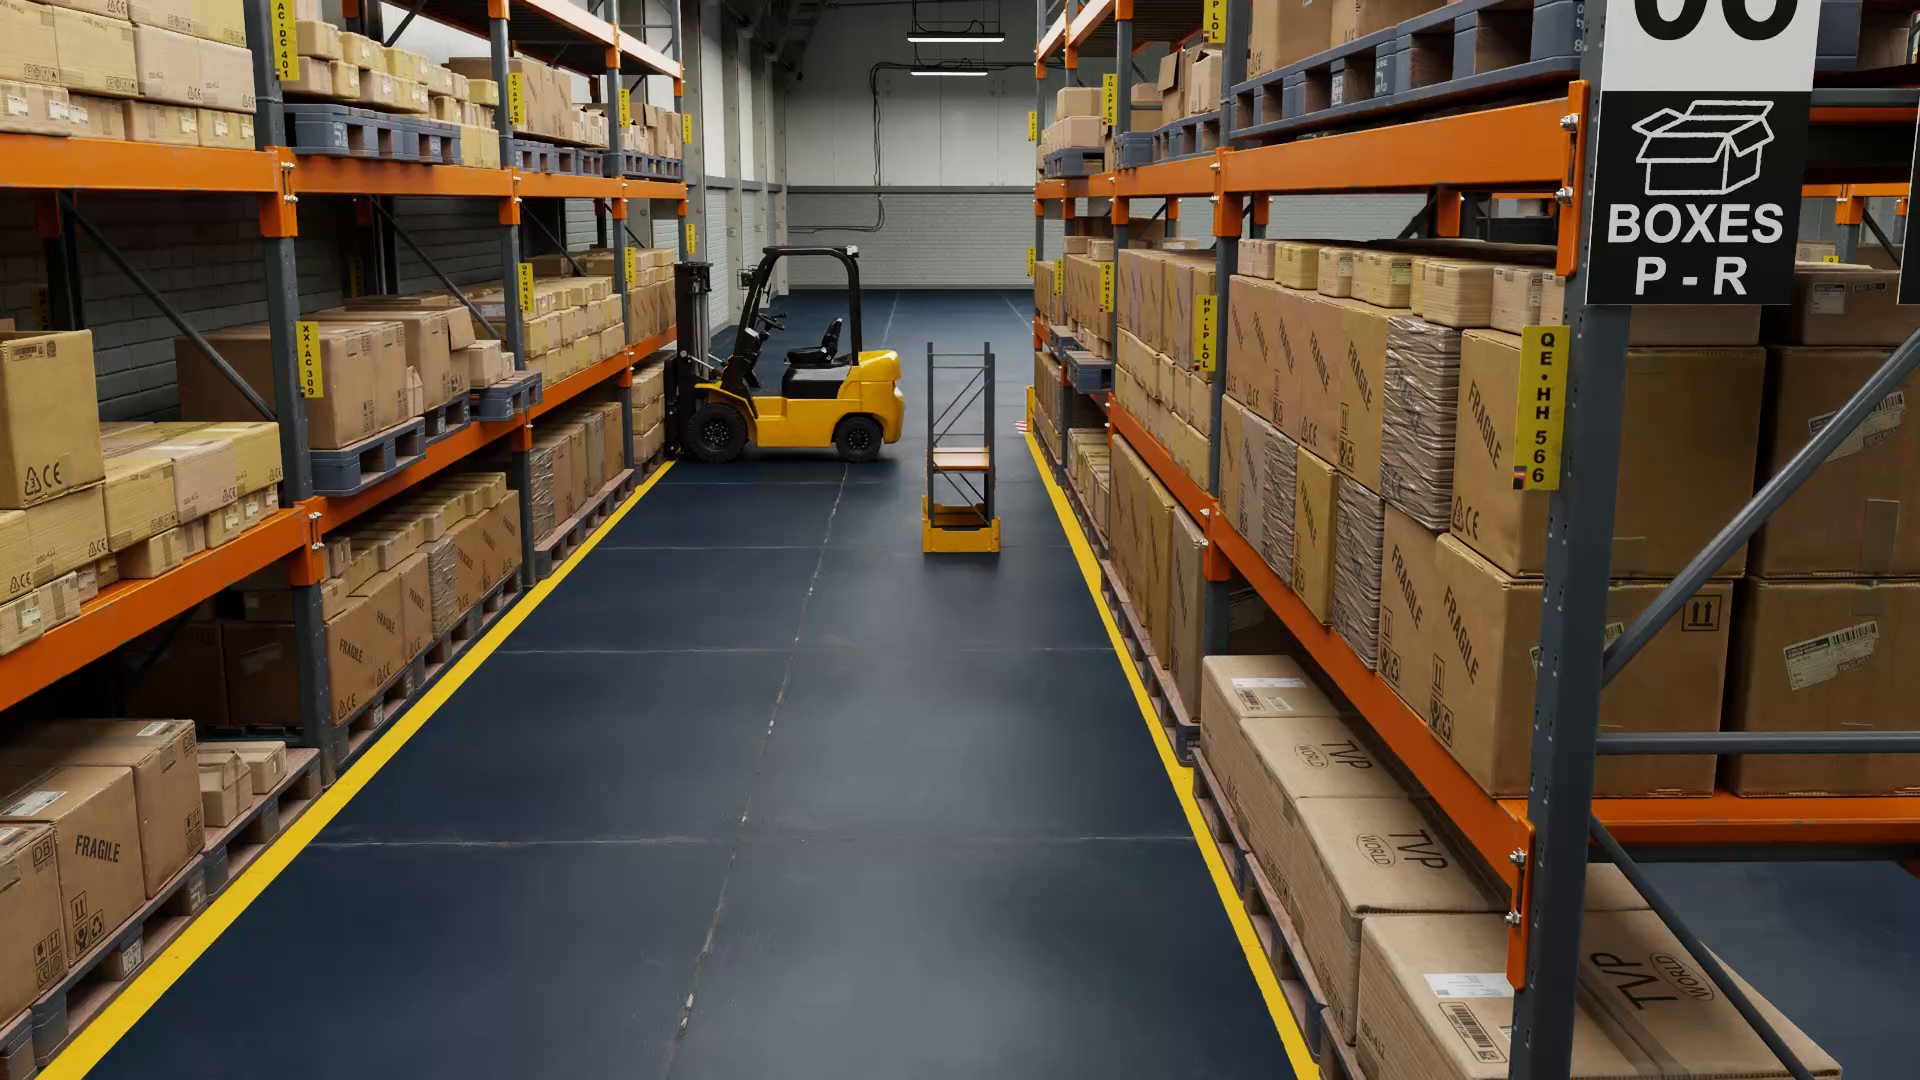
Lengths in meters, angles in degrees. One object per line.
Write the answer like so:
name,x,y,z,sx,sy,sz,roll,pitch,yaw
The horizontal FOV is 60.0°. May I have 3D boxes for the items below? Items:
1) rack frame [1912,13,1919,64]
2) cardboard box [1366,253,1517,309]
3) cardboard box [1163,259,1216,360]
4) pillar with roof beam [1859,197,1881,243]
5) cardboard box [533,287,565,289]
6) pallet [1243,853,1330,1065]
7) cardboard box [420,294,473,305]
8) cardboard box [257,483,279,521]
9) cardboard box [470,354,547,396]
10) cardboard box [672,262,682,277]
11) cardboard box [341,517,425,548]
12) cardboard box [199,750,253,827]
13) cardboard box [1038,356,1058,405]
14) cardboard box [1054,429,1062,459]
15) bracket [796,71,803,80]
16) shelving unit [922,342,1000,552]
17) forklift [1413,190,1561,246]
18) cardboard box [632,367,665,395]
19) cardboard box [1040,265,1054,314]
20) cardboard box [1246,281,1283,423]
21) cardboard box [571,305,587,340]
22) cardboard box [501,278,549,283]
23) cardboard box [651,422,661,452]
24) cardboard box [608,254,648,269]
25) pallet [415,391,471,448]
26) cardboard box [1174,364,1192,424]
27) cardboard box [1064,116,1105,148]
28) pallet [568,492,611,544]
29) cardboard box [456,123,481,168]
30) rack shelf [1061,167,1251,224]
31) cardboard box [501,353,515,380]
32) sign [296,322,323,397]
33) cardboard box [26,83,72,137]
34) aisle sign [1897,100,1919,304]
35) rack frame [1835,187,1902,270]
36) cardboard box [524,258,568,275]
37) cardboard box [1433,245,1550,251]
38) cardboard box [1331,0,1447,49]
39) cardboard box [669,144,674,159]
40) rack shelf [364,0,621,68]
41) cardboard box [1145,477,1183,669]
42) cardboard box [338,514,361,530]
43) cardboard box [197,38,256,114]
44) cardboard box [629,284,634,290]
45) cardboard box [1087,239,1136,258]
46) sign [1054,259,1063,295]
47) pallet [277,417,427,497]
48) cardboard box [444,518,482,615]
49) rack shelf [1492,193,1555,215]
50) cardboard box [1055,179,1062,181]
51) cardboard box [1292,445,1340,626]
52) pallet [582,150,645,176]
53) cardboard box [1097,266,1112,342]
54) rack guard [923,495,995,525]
rack frame,11.272,-5.737,18.704,1.000,3.000,0.127,0,11,-1
cardboard box,1.406,-0.756,4.845,0.380,0.149,0.250,0,11,0
cardboard box,1.342,-1.201,8.669,0.500,0.500,0.500,0,11,1
pillar with roof beam,22.084,-11.608,47.644,9.100,9.000,0.548,0,11,-1
cardboard box,-3.285,-1.884,12.918,0.380,0.149,0.250,0,11,-1
pallet,1.577,1.391,5.674,1.003,0.211,1.213,0,11,-1
cardboard box,-3.704,-1.679,11.906,0.380,0.149,0.250,0,11,-1
cardboard box,-3.092,-0.164,6.955,0.380,0.149,0.250,0,11,0
cardboard box,-3.198,-1.160,11.611,0.500,0.250,0.500,0,11,-1
cardboard box,-3.277,-2.983,18.337,0.380,0.149,0.250,0,11,0
cardboard box,-3.217,-0.033,9.279,0.380,0.149,0.250,0,11,-1
cardboard box,-3.038,0.965,6.578,0.396,0.266,0.258,0,11,1
cardboard box,1.120,-1.712,17.925,0.500,0.500,0.500,-1,11,-3
cardboard box,1.165,-0.936,15.986,0.500,0.250,0.500,0,11,1
bracket,-4.808,-13.815,49.471,0.235,0.232,0.430,0,11,-1
shelving unit,-0.002,-0.750,12.985,0.587,1.500,1.083,0,11,-1
forklift,3.915,-1.332,12.255,1.130,2.935,3.031,1,11,4
cardboard box,-3.235,-1.586,16.677,0.500,0.250,0.500,0,11,1
cardboard box,1.122,-2.651,17.584,0.500,0.500,0.500,0,11,-2
cardboard box,1.384,-0.714,6.266,0.500,0.500,0.500,0,11,-2
cardboard box,-3.236,-1.710,13.066,0.500,0.250,0.500,0,11,0
cardboard box,-3.770,-2.182,14.389,0.380,0.149,0.250,-1,11,-3
cardboard box,-3.221,-0.996,16.286,0.500,0.250,0.500,0,11,-2
cardboard box,-3.271,-2.722,16.303,0.380,0.149,0.250,0,11,-2
pallet,-3.389,-0.664,9.270,1.003,0.211,1.213,0,11,-1
cardboard box,1.342,-0.728,8.223,0.500,0.250,0.500,0,11,0
cardboard box,1.102,-3.245,13.285,0.500,0.250,0.500,0,11,-2
pallet,-3.434,-0.184,13.434,1.003,0.211,1.213,0,11,-1
cardboard box,-3.169,-2.340,9.883,0.500,0.250,0.500,0,11,-1
rack shelf,1.488,-2.681,12.994,1.077,0.370,4.000,0,11,-1
cardboard box,-3.036,-1.098,10.504,0.380,0.149,0.250,0,11,0
sign,-2.808,-0.777,7.170,0.100,0.325,0.005,0,11,-1
cardboard box,-2.987,-1.320,5.110,0.380,0.149,0.250,0,11,0
aisle sign,1.986,-0.836,3.099,0.394,0.787,0.004,0,11,-1
rack frame,6.476,-1.206,11.460,1.000,3.000,0.127,0,11,-1
cardboard box,-3.825,-2.515,15.279,0.380,0.149,0.250,0,11,-1
cardboard box,1.893,-0.965,5.875,0.380,0.149,0.250,0,11,-2
cardboard box,1.672,-1.878,5.661,0.797,0.503,0.637,1,11,3
cardboard box,-3.278,-4.173,17.865,0.380,0.149,0.250,-1,11,-3
rack shelf,-3.475,-3.934,12.631,1.077,0.370,4.000,0,11,-1
cardboard box,1.492,0.162,9.002,0.875,0.875,0.875,0,11,0
cardboard box,-3.654,-0.081,9.516,0.380,0.149,0.250,0,11,-1
cardboard box,-3.090,-1.797,6.457,0.500,0.250,0.500,0,11,-1
cardboard box,-3.267,-2.423,15.573,0.380,0.149,0.250,0,11,0
cardboard box,1.228,-2.369,13.504,0.380,0.149,0.250,0,11,2
sign,0.904,-2.381,15.076,0.100,0.325,0.005,0,11,-1
pallet,-3.258,-0.415,8.042,1.003,0.211,1.213,0,11,-1
cardboard box,-3.196,0.161,9.950,0.500,0.500,0.500,0,11,1
rack shelf,6.352,-3.516,17.112,1.077,0.370,4.000,0,11,-1
cardboard box,1.128,-3.574,16.219,0.380,0.149,0.250,0,11,0
cardboard box,1.380,-0.024,5.381,0.500,0.500,0.500,0,11,1
pallet,-3.560,-3.536,15.622,1.003,0.211,1.213,0,11,-1
cardboard box,1.242,-1.656,11.619,0.500,0.500,0.500,-1,11,-3
rack guard,-0.012,-0.237,13.597,0.587,0.250,0.087,0,11,-1
